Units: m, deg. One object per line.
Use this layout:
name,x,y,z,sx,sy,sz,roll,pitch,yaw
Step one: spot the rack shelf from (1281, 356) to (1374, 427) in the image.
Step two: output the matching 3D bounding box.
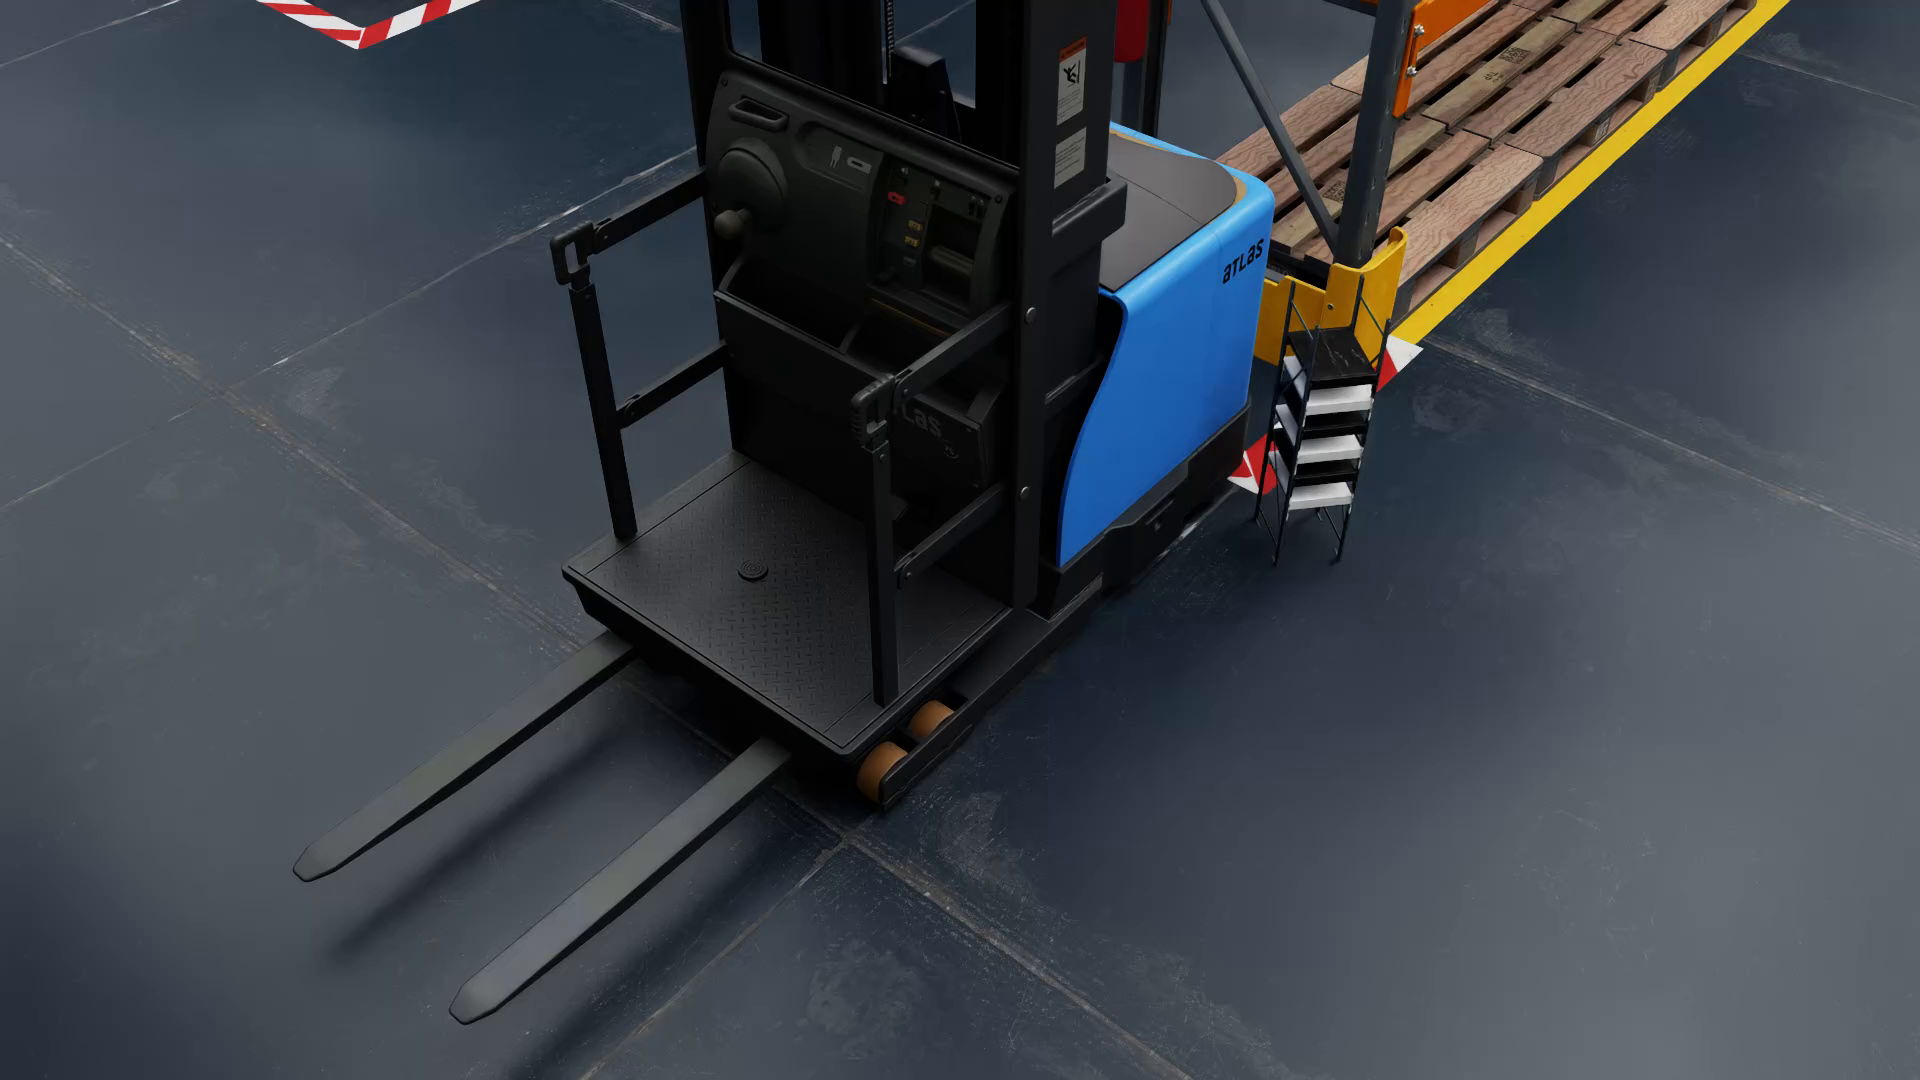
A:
rack shelf,1.065,-0.446,4.853,0.200,0.077,0.258,-6,43,-7

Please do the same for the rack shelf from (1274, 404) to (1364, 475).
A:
rack shelf,1.065,-0.312,4.974,0.200,0.077,0.258,-6,43,-7

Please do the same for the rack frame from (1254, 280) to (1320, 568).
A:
rack frame,0.964,-0.326,4.940,0.006,0.900,0.240,-6,43,-7

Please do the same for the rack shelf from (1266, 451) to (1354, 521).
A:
rack shelf,1.065,-0.179,5.095,0.200,0.077,0.258,-6,43,-7

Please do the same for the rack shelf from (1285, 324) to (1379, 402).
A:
rack shelf,1.065,-0.512,4.793,0.200,0.077,0.258,-6,43,-7

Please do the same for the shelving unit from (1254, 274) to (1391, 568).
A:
shelving unit,1.065,-0.337,4.952,0.210,0.900,0.258,-6,43,-7

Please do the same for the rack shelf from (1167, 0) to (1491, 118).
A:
rack shelf,2.282,-2.730,6.557,1.077,0.370,4.000,29,50,28

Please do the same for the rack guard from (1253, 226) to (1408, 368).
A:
rack guard,0.990,-1.023,6.004,1.175,0.500,0.348,29,50,28

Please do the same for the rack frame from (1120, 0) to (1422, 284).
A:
rack frame,0.995,-1.966,5.182,1.000,3.000,0.127,29,50,28

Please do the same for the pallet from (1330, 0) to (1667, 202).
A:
pallet,2.341,-1.967,7.257,1.003,0.211,1.213,29,50,28

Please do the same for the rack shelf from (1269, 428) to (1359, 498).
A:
rack shelf,1.065,-0.246,5.035,0.200,0.077,0.258,-6,43,-7

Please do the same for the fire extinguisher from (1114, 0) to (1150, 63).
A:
fire extinguisher,0.550,-1.918,5.465,0.296,0.674,0.183,29,50,28

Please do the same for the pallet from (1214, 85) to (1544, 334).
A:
pallet,1.555,-1.342,6.569,1.003,0.211,1.213,29,50,28

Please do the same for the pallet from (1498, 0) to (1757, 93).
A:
pallet,3.126,-2.598,7.951,1.003,0.211,1.213,29,50,28

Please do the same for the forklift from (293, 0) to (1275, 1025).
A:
forklift,-0.401,-0.760,3.907,1.130,2.935,3.031,29,50,28

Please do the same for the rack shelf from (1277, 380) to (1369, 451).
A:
rack shelf,1.065,-0.379,4.914,0.200,0.077,0.258,-6,43,-7

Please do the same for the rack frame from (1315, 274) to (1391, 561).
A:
rack frame,1.165,-0.348,4.963,0.006,0.900,0.240,-6,43,-7
